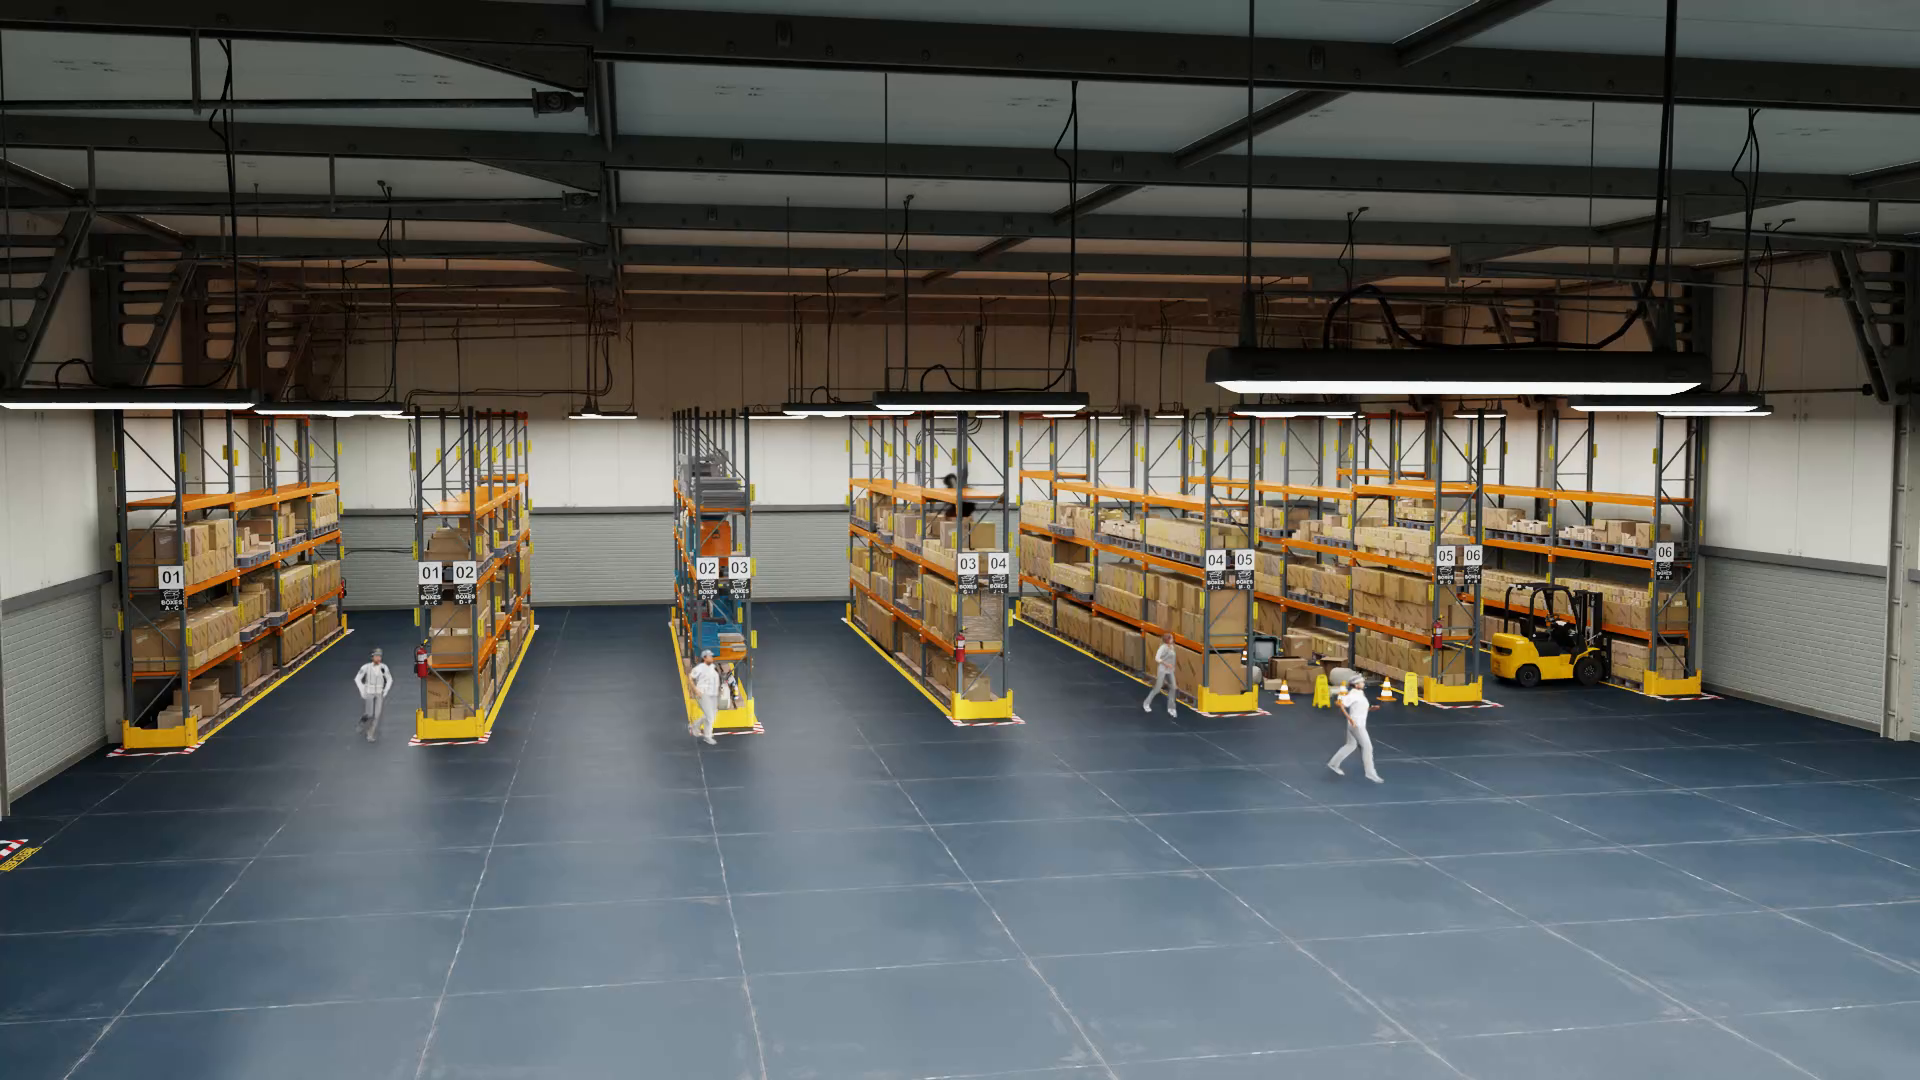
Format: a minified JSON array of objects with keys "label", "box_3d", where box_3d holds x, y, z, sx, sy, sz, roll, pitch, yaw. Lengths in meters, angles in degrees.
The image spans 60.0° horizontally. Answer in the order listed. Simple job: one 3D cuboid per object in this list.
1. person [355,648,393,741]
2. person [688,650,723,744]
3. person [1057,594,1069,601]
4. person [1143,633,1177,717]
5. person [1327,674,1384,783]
[{"label":"person","box_3d":[-10.573,2.779,30.049,0.628,1.660,0.544,-3,5,-35]},{"label":"person","box_3d":[-4.541,2.803,29.830,0.674,1.646,0.647,3,5,35]},{"label":"person","box_3d":[2.985,1.314,50.207,0.624,1.710,0.707,0,4,-4]},{"label":"person","box_3d":[4.036,2.616,32.565,0.611,1.603,0.783,-4,5,-41]},{"label":"person","box_3d":[6.309,2.975,26.499,0.885,1.721,0.562,1,4,15]}]
